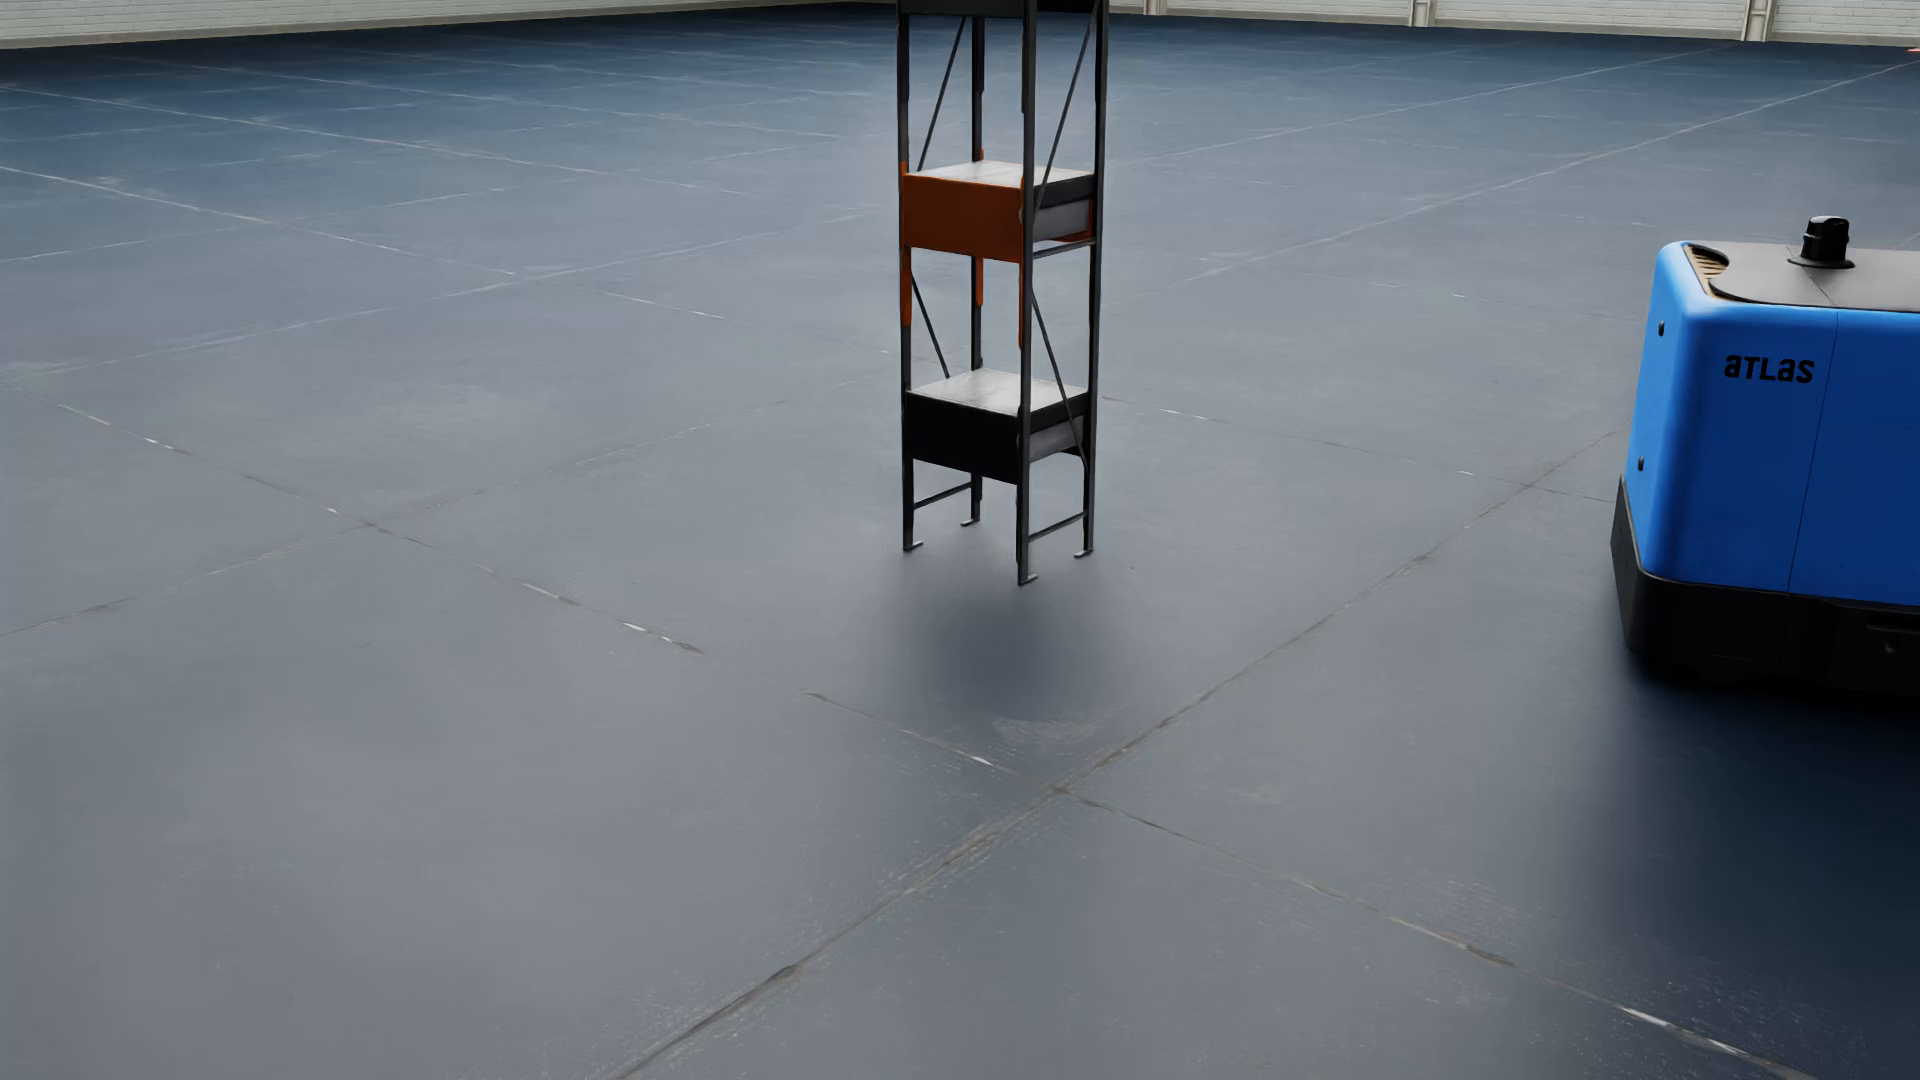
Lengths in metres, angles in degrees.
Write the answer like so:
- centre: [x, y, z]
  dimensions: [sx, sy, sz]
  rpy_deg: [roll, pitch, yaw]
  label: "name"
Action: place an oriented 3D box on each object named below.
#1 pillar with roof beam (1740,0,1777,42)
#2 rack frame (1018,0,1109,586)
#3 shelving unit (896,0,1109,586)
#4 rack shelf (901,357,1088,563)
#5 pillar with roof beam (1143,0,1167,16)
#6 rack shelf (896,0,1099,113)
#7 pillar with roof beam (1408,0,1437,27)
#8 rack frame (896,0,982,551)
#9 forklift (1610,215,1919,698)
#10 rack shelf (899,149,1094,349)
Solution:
- centre: [10.701, -11.460, 23.360]
  dimensions: [0.400, 9.000, 9.100]
  rpy_deg: [16, 26, 36]
  label: "pillar with roof beam"
- centre: [0.317, -0.891, 5.111]
  dimensions: [0.015, 2.100, 0.400]
  rpy_deg: [16, 26, 36]
  label: "rack frame"
- centre: [0.128, -0.946, 5.256]
  dimensions: [0.503, 2.100, 0.431]
  rpy_deg: [16, 26, 36]
  label: "shelving unit"
- centre: [0.128, -0.278, 5.507]
  dimensions: [0.480, 0.518, 0.431]
  rpy_deg: [16, 26, 36]
  label: "rack shelf"
- centre: [1.404, -14.137, 30.460]
  dimensions: [0.400, 9.000, 9.100]
  rpy_deg: [16, 26, 36]
  label: "pillar with roof beam"
- centre: [0.128, -1.588, 5.013]
  dimensions: [0.480, 0.518, 0.431]
  rpy_deg: [16, 26, 36]
  label: "rack shelf"
- centre: [6.053, -12.799, 26.910]
  dimensions: [0.400, 9.000, 9.100]
  rpy_deg: [16, 26, 36]
  label: "pillar with roof beam"
- centre: [-0.061, -1.000, 5.400]
  dimensions: [0.015, 2.100, 0.400]
  rpy_deg: [16, 26, 36]
  label: "rack frame"
- centre: [3.466, -0.990, 4.195]
  dimensions: [3.031, 2.935, 1.130]
  rpy_deg: [6, 22, 16]
  label: "forklift"
- centre: [0.128, -0.933, 5.260]
  dimensions: [0.480, 0.518, 0.431]
  rpy_deg: [16, 26, 36]
  label: "rack shelf"
